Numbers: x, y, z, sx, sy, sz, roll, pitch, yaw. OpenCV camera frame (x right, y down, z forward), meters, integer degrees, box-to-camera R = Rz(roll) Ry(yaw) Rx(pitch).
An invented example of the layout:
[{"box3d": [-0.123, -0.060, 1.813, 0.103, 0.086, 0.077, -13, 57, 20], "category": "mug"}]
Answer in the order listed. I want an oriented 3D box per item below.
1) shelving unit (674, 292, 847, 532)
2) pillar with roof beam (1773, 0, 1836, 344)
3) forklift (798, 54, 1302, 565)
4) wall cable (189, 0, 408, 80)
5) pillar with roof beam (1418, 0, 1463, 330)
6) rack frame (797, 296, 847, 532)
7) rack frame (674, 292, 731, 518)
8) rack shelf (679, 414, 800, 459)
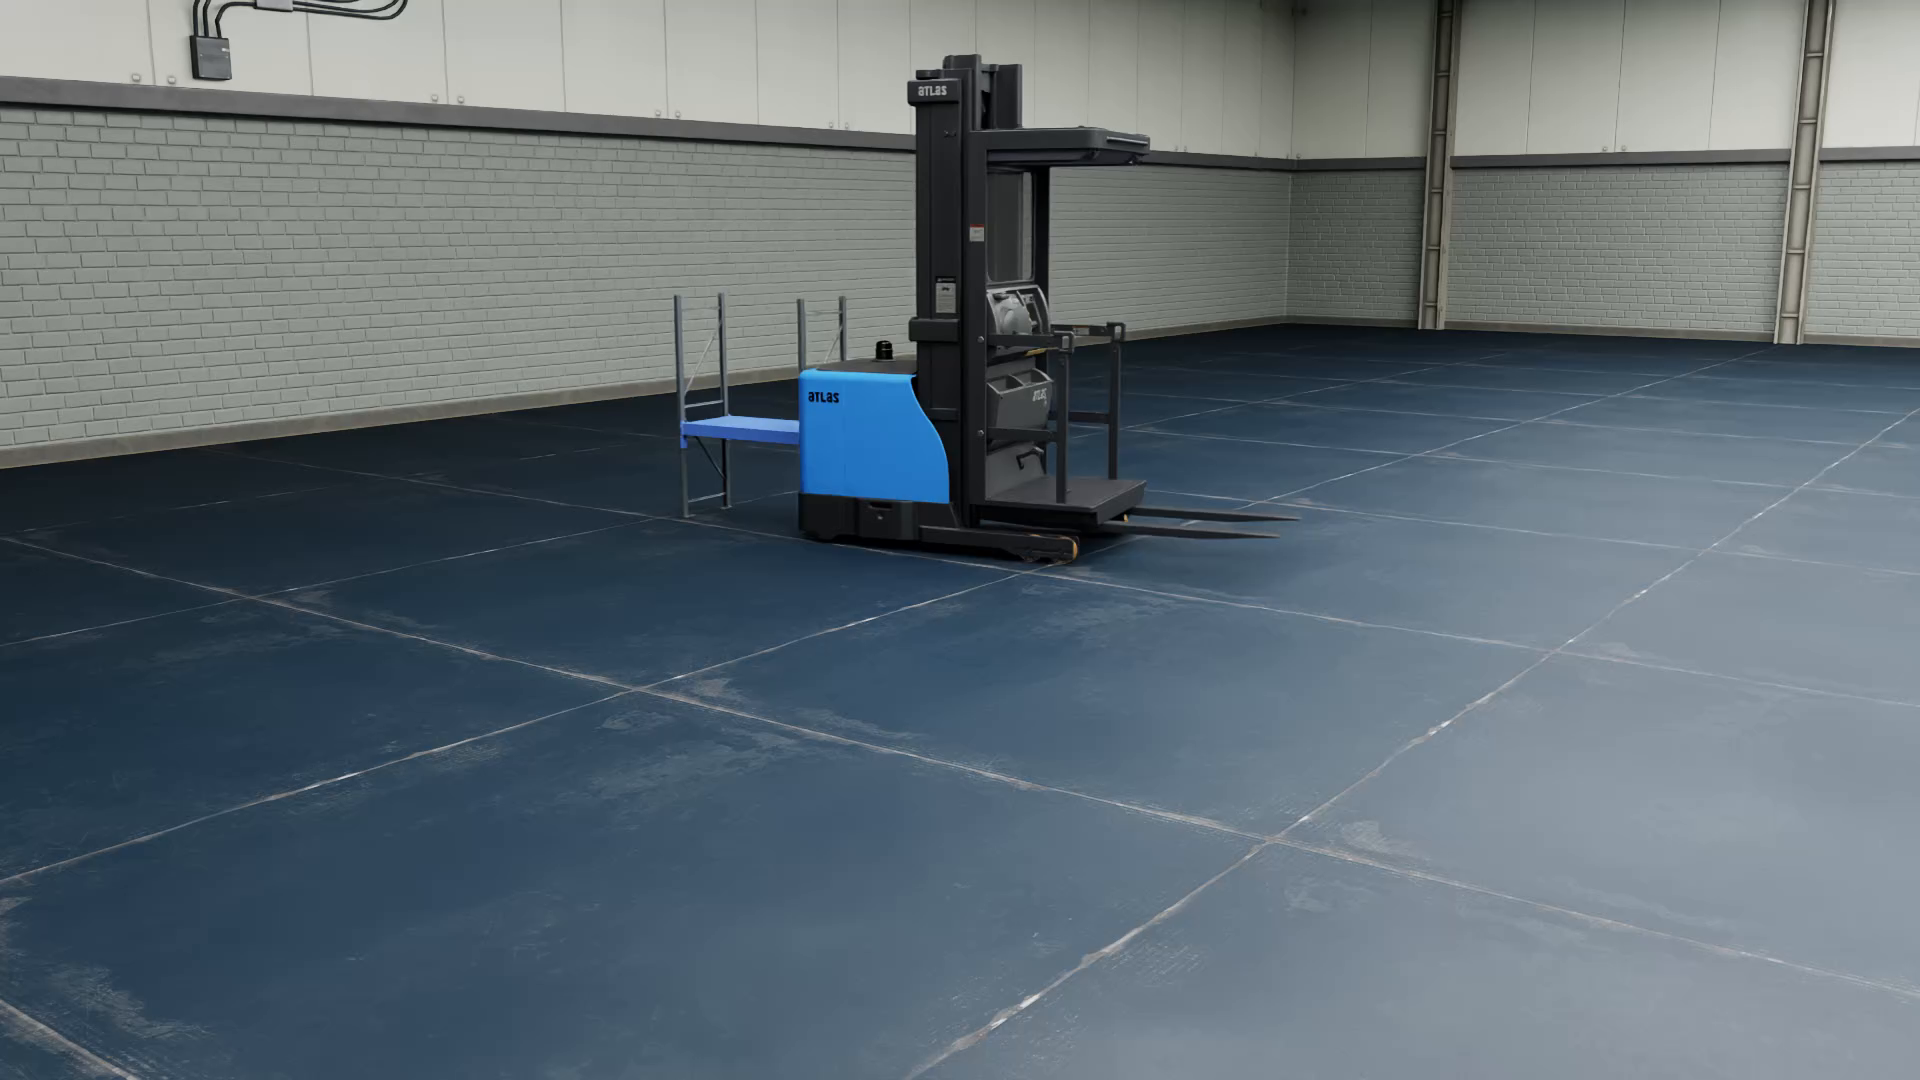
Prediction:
[{"box3d": [-1.323, -0.877, 11.113, 1.048, 1.500, 0.538, 7, 13, 31], "category": "shelving unit"}, {"box3d": [10.960, -6.968, 22.854, 0.400, 9.000, 9.100, 8, 13, 36], "category": "pillar with roof beam"}, {"box3d": [0.544, -1.408, 10.093, 3.031, 2.935, 1.130, 5, 12, 22], "category": "forklift"}, {"box3d": [-5.933, -7.134, 14.759, 0.169, 6.003, 2.305, 8, 13, 36], "category": "wall cable"}, {"box3d": [6.124, -7.642, 26.341, 0.400, 9.000, 9.100, 8, 13, 36], "category": "pillar with roof beam"}, {"box3d": [-0.888, -0.827, 10.854, 0.032, 1.500, 0.500, 7, 13, 31], "category": "rack frame"}, {"box3d": [-1.758, -0.927, 11.371, 0.032, 1.500, 0.500, 7, 13, 31], "category": "rack frame"}, {"box3d": [-1.323, -0.700, 11.147, 1.000, 0.185, 0.538, 7, 13, 31], "category": "rack shelf"}]
